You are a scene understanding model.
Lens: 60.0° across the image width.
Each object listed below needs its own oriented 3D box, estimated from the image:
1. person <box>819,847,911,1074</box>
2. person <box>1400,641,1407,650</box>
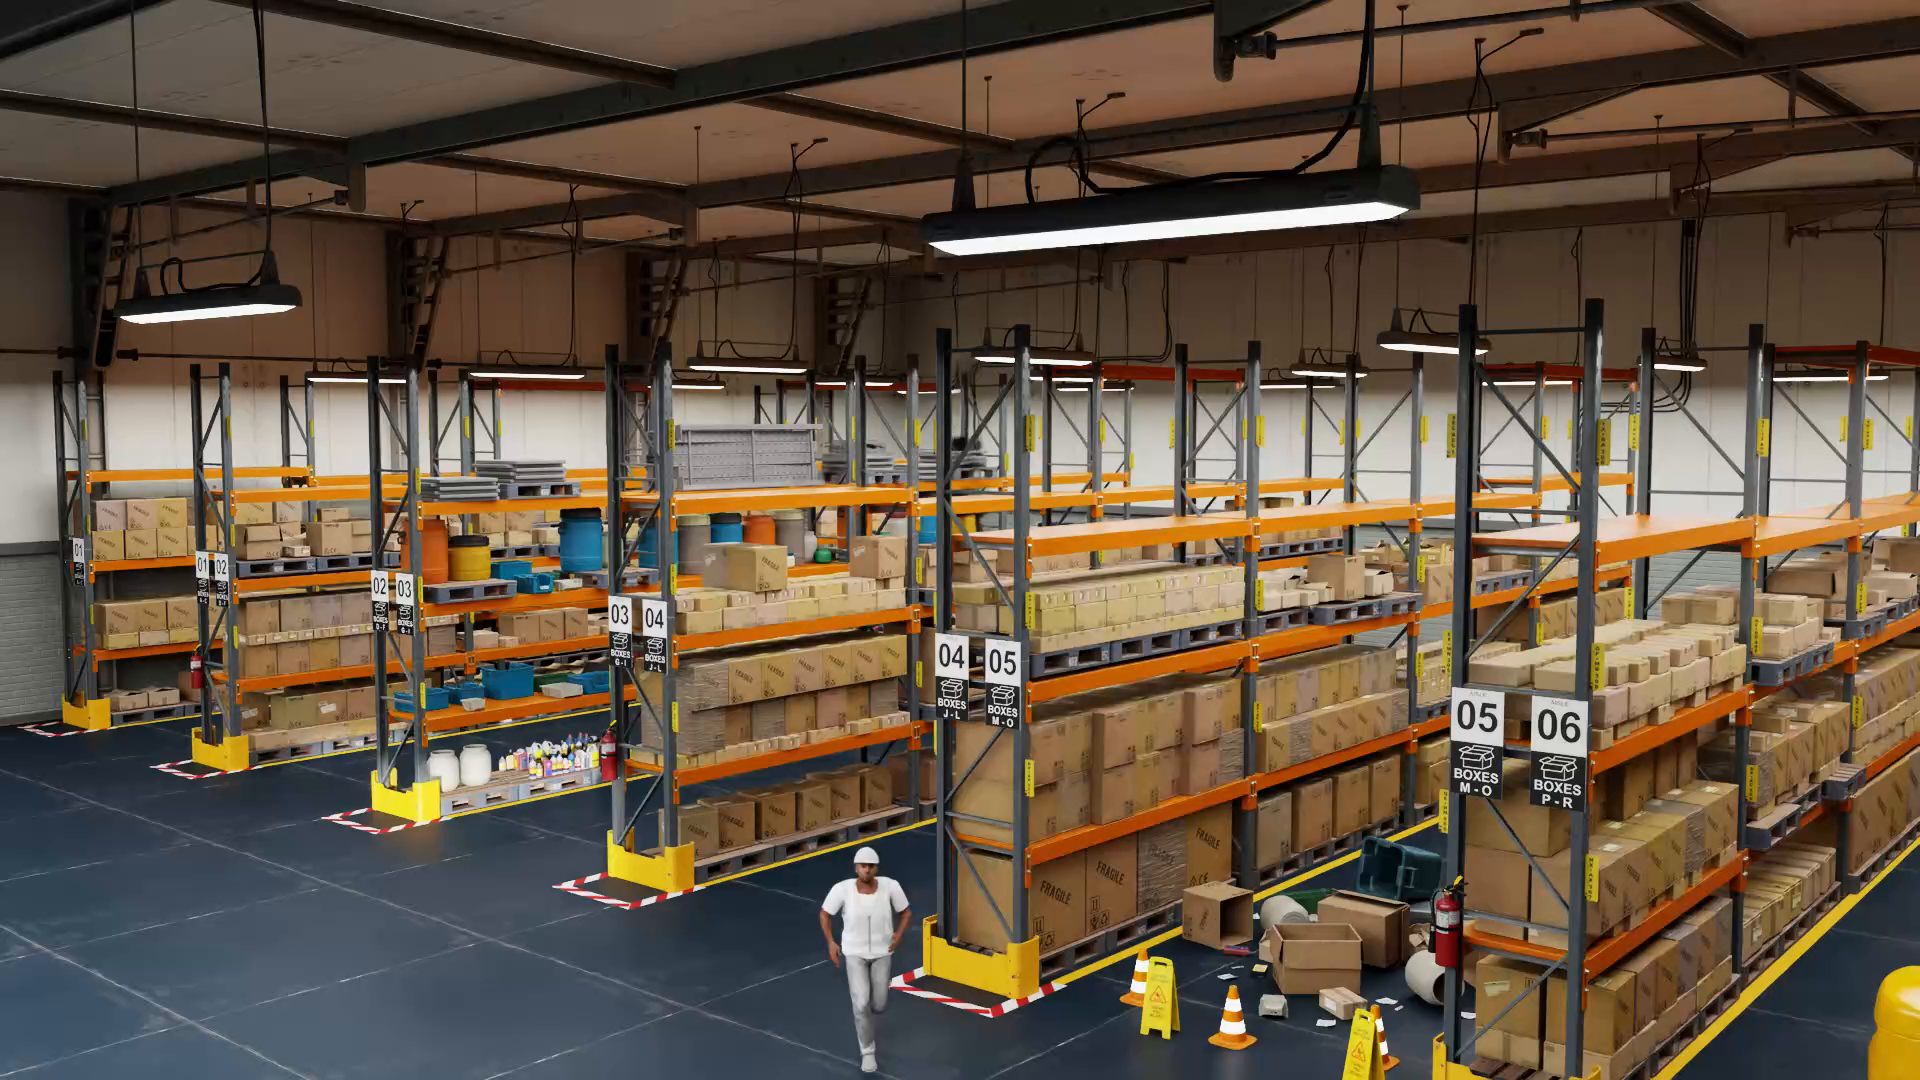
[{"bbox_3d":[-0.754,3.338,13.462,0.741,1.749,0.736,-1,4,-12],"label":"person"},{"bbox_3d":[7.060,2.438,26.182,0.670,1.721,0.830,4,6,44],"label":"person"}]
